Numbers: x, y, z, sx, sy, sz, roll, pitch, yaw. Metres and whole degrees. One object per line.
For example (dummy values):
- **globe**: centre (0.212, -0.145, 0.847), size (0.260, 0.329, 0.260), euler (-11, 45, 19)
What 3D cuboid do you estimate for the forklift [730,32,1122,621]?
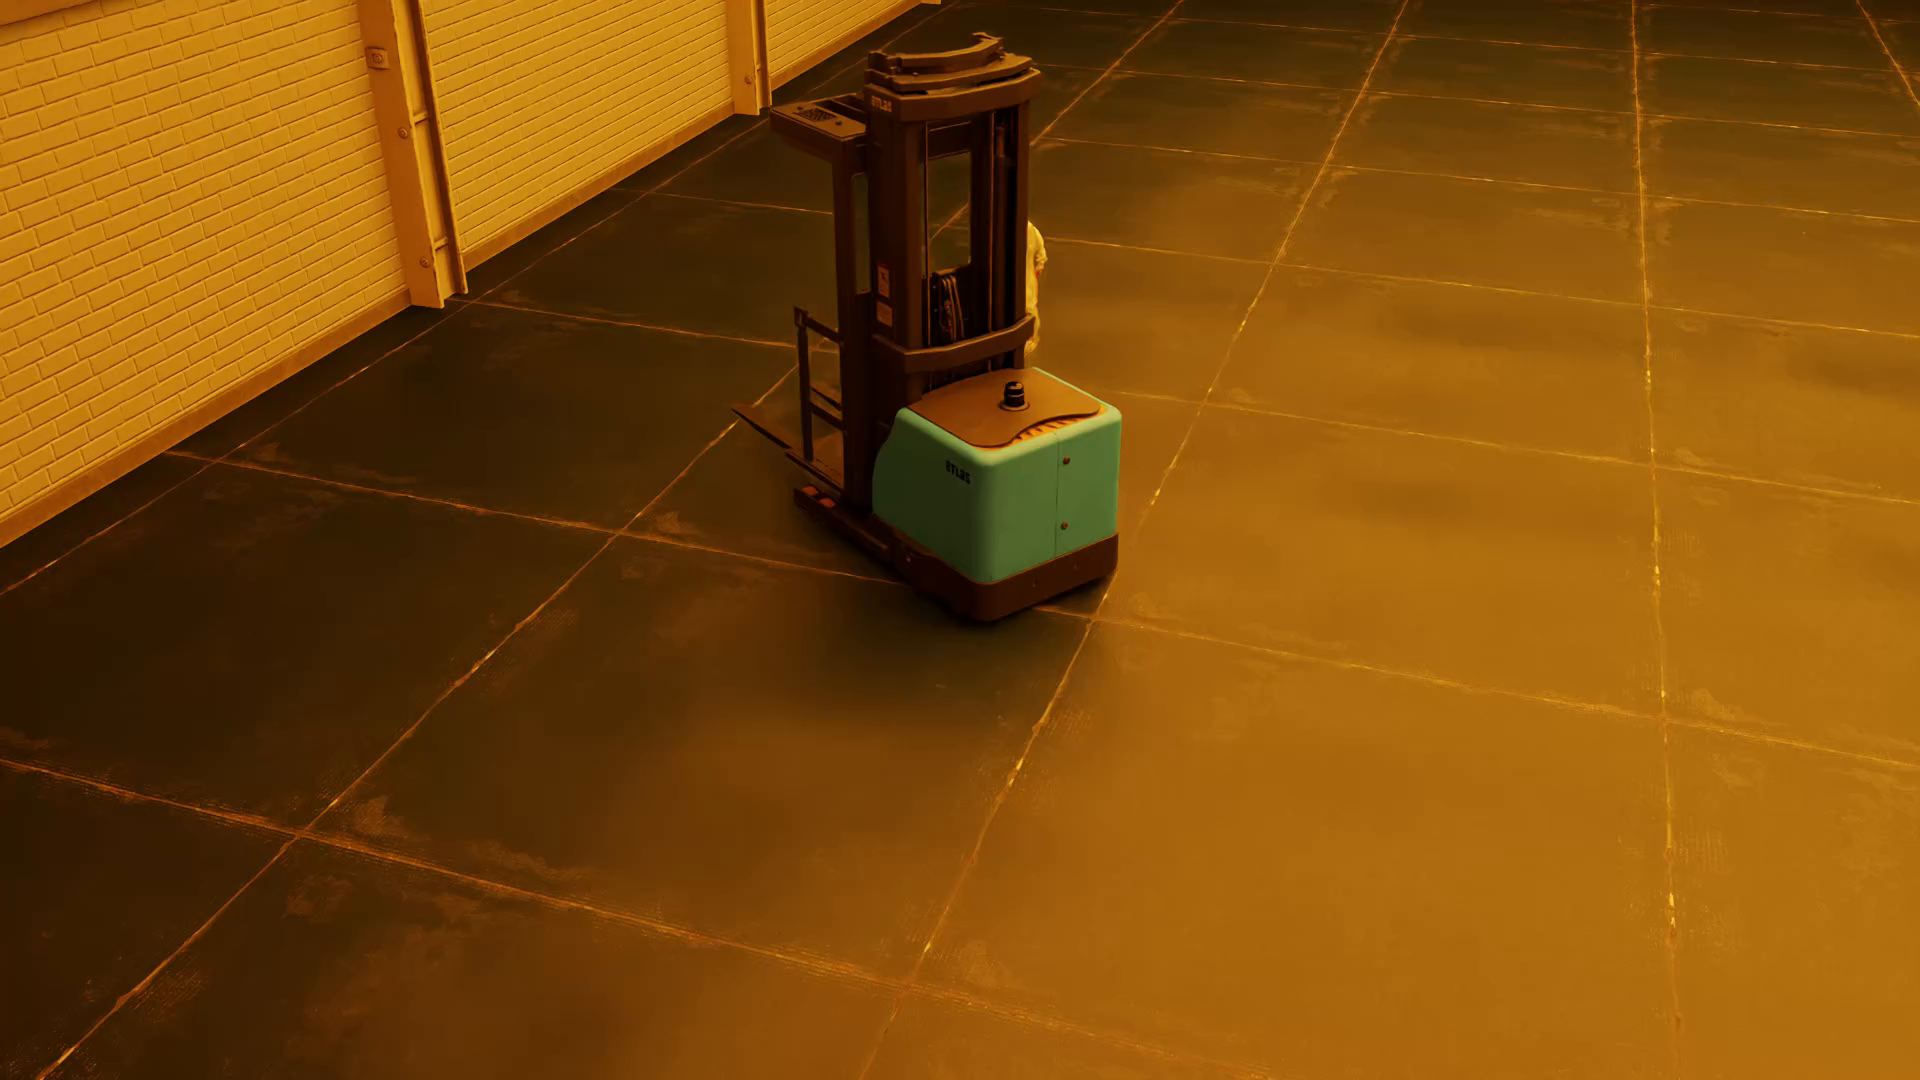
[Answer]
- **forklift**: centre (-0.377, -1.496, 9.761), size (1.130, 2.935, 3.031), euler (-21, 36, -32)

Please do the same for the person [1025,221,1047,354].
- **person**: centre (0.293, -1.743, 11.771), size (0.543, 1.396, 0.730), euler (9, 31, 15)
